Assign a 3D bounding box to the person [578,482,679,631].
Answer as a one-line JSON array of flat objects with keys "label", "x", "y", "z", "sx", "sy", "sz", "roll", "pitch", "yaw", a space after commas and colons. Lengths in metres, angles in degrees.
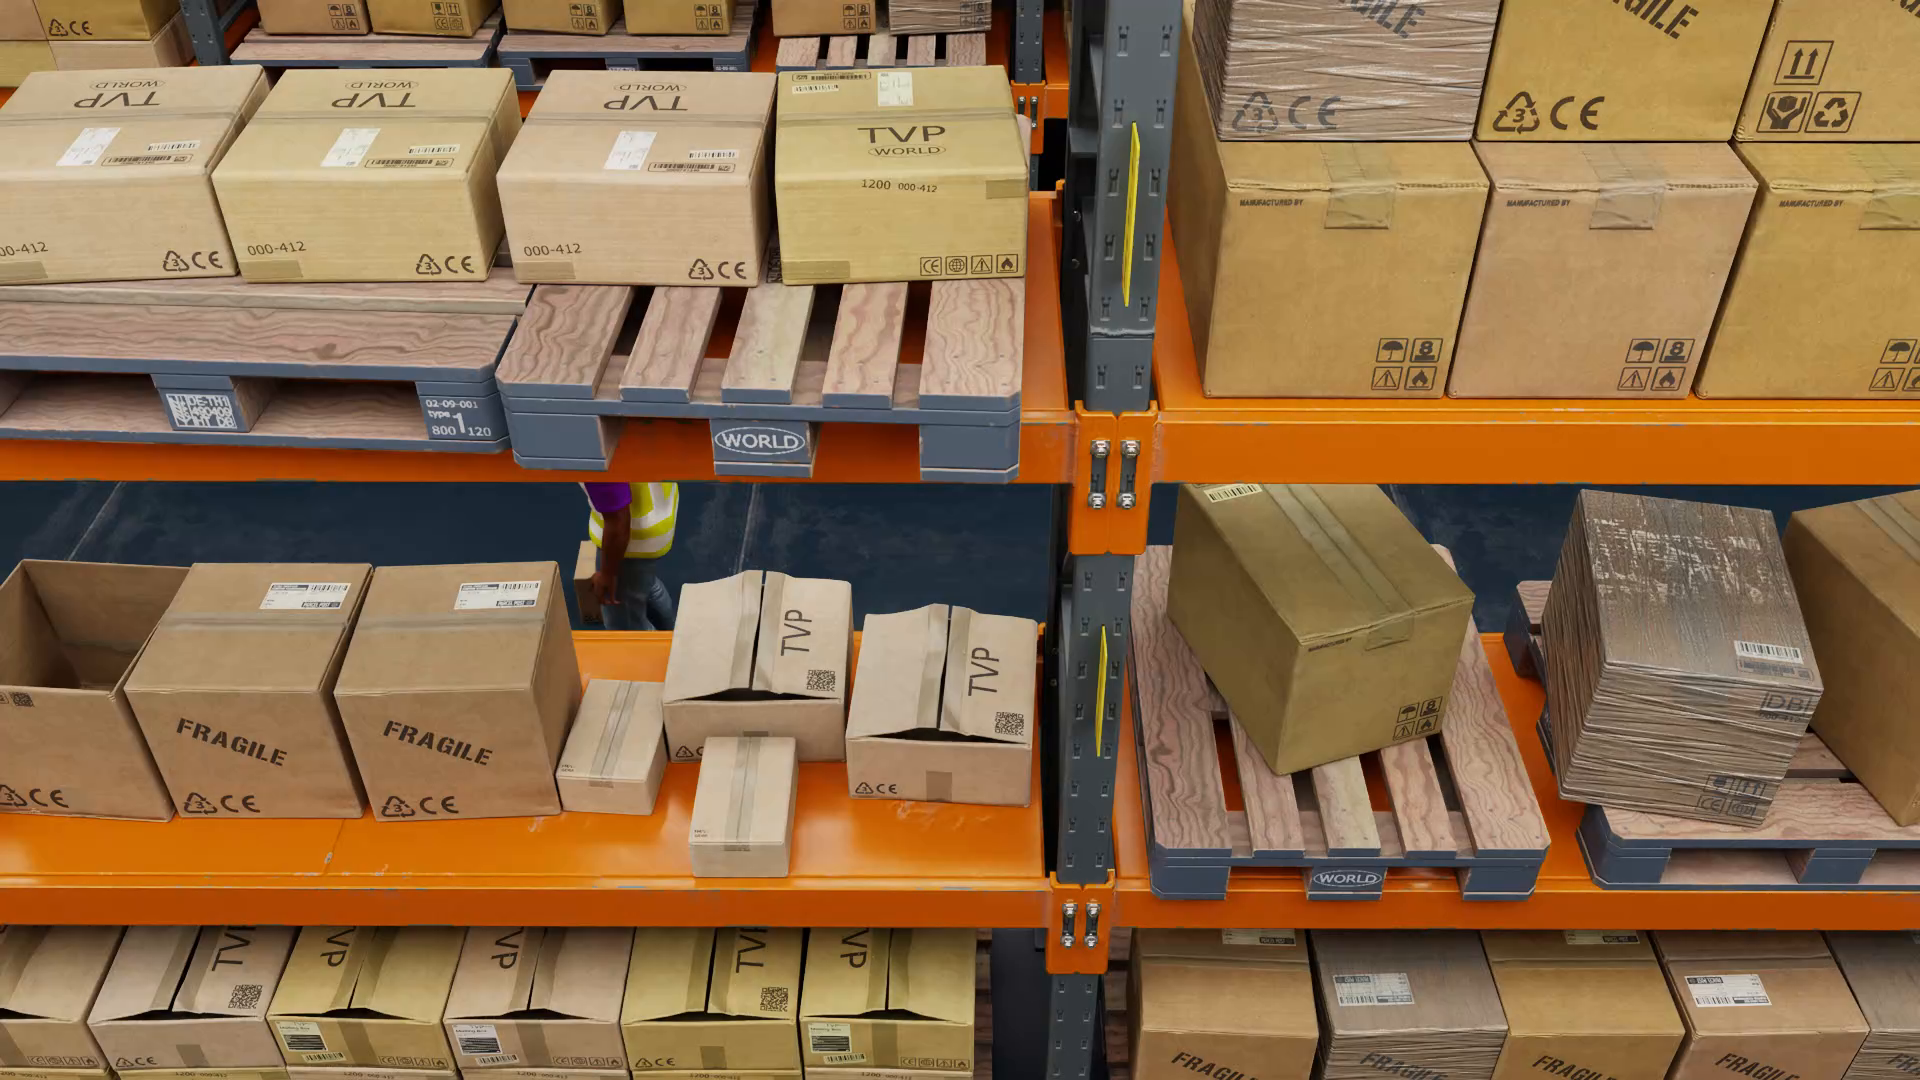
[{"label": "person", "x": -1.276, "y": -0.054, "z": 6.207, "sx": 0.462, "sy": 1.760, "sz": 0.635, "roll": -1, "pitch": 39, "yaw": -1}]
